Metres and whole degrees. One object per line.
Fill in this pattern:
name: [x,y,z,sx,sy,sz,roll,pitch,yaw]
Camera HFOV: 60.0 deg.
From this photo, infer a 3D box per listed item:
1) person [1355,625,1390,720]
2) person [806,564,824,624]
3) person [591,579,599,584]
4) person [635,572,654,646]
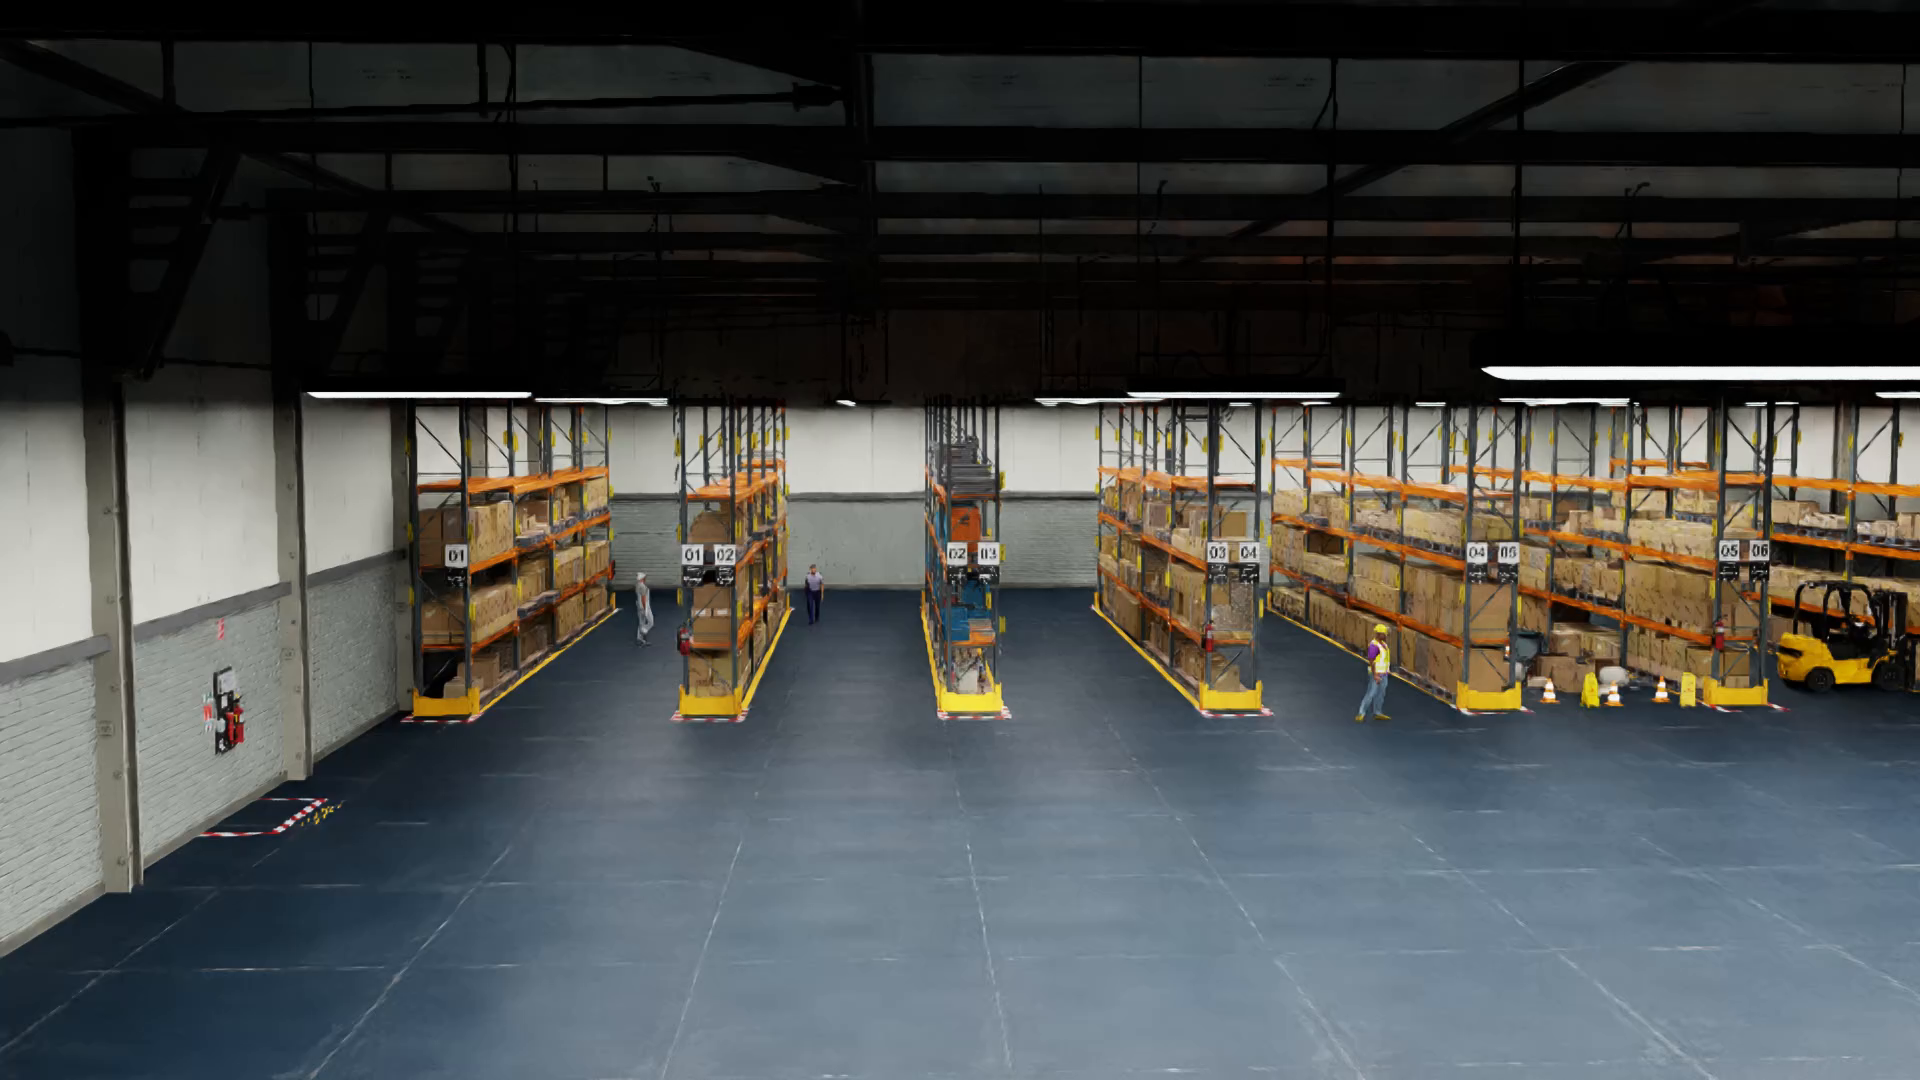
person: [7.583,2.438,30.505,0.480,1.765,0.727,4,6,41]
person: [-3.869,1.421,44.365,0.493,1.589,1.000,0,5,-4]
person: [-10.645,1.079,48.125,0.560,1.661,0.690,3,5,33]
person: [-7.663,1.660,40.122,0.444,1.786,0.598,-2,5,-29]
